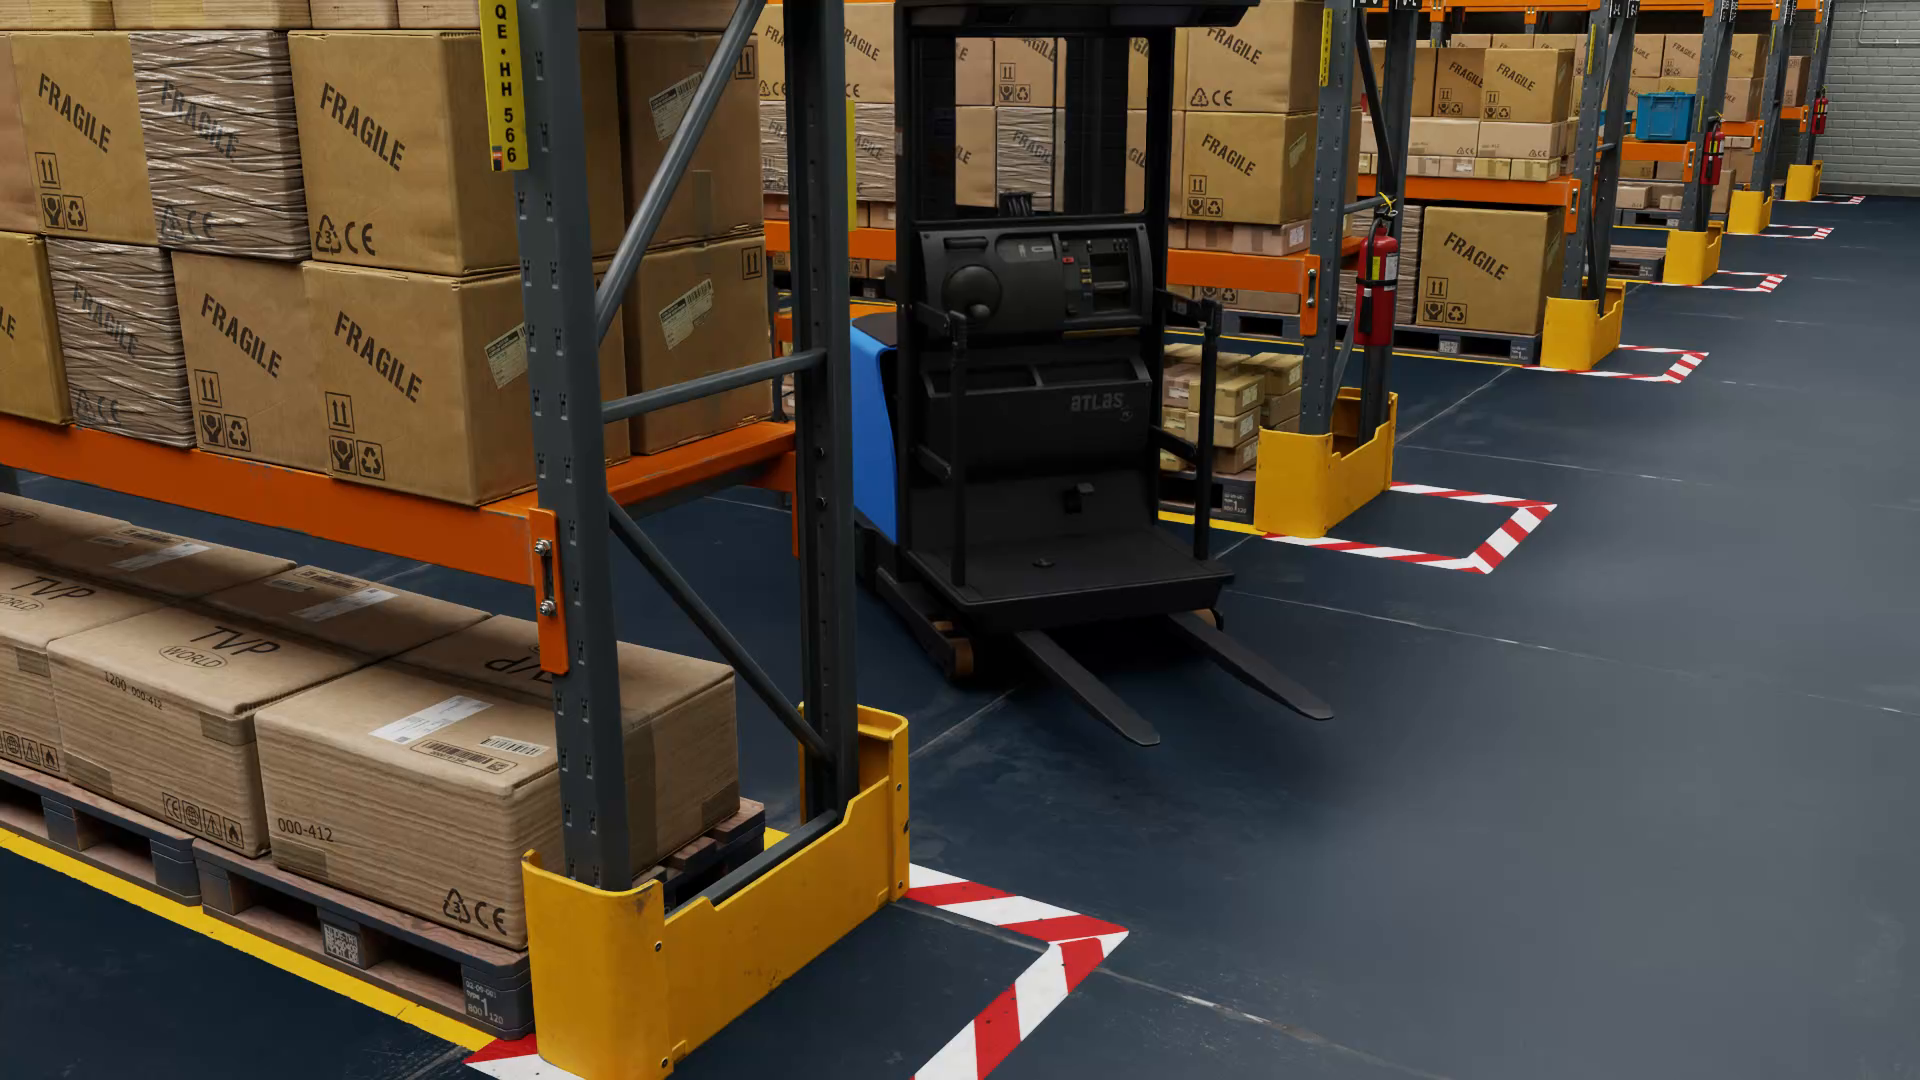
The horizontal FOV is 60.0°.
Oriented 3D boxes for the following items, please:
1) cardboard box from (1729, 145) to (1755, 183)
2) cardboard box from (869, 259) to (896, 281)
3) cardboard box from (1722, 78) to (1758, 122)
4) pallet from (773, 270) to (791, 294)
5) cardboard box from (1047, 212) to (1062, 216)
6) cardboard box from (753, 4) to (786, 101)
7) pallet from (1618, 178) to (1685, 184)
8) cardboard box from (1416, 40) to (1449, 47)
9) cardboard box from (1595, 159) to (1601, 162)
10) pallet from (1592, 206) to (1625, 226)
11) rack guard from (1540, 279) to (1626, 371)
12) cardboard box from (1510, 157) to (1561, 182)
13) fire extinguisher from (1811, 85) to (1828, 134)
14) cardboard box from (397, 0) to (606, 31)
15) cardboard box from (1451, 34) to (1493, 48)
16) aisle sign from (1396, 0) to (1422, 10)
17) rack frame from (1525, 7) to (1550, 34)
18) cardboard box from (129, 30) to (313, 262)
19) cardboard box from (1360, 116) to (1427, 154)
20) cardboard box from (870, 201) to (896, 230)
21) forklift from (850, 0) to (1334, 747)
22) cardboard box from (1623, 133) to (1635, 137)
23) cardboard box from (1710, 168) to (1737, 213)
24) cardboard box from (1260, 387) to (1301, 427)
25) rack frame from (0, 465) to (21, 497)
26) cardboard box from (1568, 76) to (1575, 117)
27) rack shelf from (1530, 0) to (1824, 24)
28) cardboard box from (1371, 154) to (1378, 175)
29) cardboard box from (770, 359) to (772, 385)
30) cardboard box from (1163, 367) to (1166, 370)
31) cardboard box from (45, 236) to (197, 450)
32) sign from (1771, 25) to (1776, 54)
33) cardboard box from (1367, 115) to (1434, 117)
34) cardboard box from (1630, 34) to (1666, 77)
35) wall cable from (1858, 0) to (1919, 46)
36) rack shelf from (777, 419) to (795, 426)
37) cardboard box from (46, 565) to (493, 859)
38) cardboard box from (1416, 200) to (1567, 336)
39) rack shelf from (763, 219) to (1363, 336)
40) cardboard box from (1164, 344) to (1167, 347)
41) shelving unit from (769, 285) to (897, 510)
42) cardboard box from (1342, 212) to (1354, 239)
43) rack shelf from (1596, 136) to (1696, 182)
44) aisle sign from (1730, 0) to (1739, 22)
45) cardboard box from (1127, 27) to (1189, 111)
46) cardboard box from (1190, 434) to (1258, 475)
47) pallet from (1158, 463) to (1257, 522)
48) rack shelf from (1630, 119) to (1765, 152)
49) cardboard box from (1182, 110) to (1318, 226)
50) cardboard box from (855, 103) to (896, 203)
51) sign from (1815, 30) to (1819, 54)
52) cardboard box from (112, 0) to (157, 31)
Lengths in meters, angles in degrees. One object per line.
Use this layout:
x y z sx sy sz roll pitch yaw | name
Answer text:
11.725 -5.572 24.643 0.500 0.500 0.700 10 20 30 | cardboard box
-0.129 -2.826 14.958 0.875 0.875 1.225 9 19 28 | cardboard box
9.261 -5.307 20.019 0.500 0.500 0.500 11 20 32 | cardboard box
-1.587 -2.549 15.911 1.213 0.211 1.003 10 20 30 | pallet
0.637 -1.614 8.465 0.250 0.149 0.380 9 19 28 | cardboard box
-0.786 -2.665 9.091 0.500 0.500 0.500 9 19 28 | cardboard box
10.616 -5.440 25.426 1.213 0.211 1.003 10 20 30 | pallet
7.568 -7.818 26.450 0.500 0.250 0.500 11 20 31 | cardboard box
9.976 -5.883 25.665 0.500 0.500 0.700 10 20 30 | cardboard box
8.005 -4.242 21.485 1.213 0.211 1.003 10 20 30 | pallet
4.618 -1.606 12.307 0.348 0.500 1.175 10 20 30 | rack guard
4.121 -2.658 11.902 0.250 0.149 0.380 11 20 31 | cardboard box
12.261 -6.133 23.686 0.183 0.674 0.296 10 20 30 | fire extinguisher
-1.000 -1.193 3.638 0.250 0.149 0.380 10 20 31 | cardboard box
6.631 -6.252 21.409 0.500 0.500 0.500 11 20 31 | cardboard box
2.135 -2.899 7.793 0.004 0.787 0.394 10 20 30 | aisle sign
8.966 -7.094 26.075 0.127 3.000 1.000 10 20 30 | rack frame
-1.585 -0.964 4.001 0.500 0.500 0.500 10 20 30 | cardboard box
3.180 -3.039 12.470 0.500 0.250 0.500 9 19 28 | cardboard box
-0.275 -1.768 8.974 0.250 0.149 0.380 11 20 32 | cardboard box
0.371 -1.012 6.169 1.130 2.935 3.031 -6 18 -18 | forklift
10.190 -6.094 25.243 0.250 0.149 0.380 9 19 28 | cardboard box
9.193 -4.295 20.402 0.500 0.500 0.500 10 20 30 | cardboard box
1.603 -0.715 8.744 0.250 0.149 0.380 11 20 32 | cardboard box
-3.998 -0.960 5.879 0.127 3.000 1.000 10 20 30 | rack frame
7.531 -5.616 21.036 0.500 0.500 0.500 10 20 30 | cardboard box
10.670 -7.881 24.742 4.000 0.370 1.077 10 20 30 | rack shelf
3.250 -2.813 12.413 0.250 0.149 0.380 10 19 29 | cardboard box
-1.089 -1.029 9.780 0.250 0.149 0.380 10 20 30 | cardboard box
0.860 -0.792 8.487 0.250 0.149 0.380 10 19 29 | cardboard box
-2.002 -0.563 4.400 0.500 0.500 0.500 11 20 32 | cardboard box
9.477 -5.829 19.375 0.005 0.325 0.100 10 20 30 | sign
3.457 -3.171 12.905 0.500 0.250 0.500 9 19 28 | cardboard box
8.386 -5.939 20.378 0.500 0.500 0.500 11 20 32 | cardboard box
13.960 -7.011 24.054 1.851 1.984 0.084 10 20 30 | wall cable
-0.352 -0.482 8.374 1.000 0.278 0.538 5 18 17 | rack shelf
-1.988 0.461 4.888 0.875 0.438 0.875 11 20 32 | cardboard box
4.010 -2.067 12.459 0.875 0.875 0.875 10 20 30 | cardboard box
0.211 -1.552 9.069 4.000 0.370 1.077 10 20 30 | rack shelf
0.947 -0.977 9.096 0.250 0.149 0.380 9 19 27 | cardboard box
-0.352 -0.716 8.303 1.048 1.125 0.538 5 18 17 | shelving unit
1.811 -1.603 8.429 0.250 0.149 0.380 10 20 30 | cardboard box
5.485 -3.992 17.100 4.000 0.370 1.077 10 20 30 | rack shelf
7.406 -5.339 15.823 0.004 0.787 0.394 10 20 30 | aisle sign
0.963 -2.346 8.040 0.500 0.500 0.500 9 19 28 | cardboard box
1.358 -0.458 8.410 0.250 0.149 0.380 11 20 31 | cardboard box
1.177 -0.402 8.842 1.213 0.211 1.003 10 20 30 | pallet
8.081 -5.218 21.137 4.000 0.370 1.077 10 20 30 | rack shelf
1.398 -1.787 7.920 0.500 0.500 0.500 11 20 31 | cardboard box
-0.367 -2.094 8.931 0.500 0.500 0.500 10 19 29 | cardboard box
12.078 -7.021 23.434 0.005 0.325 0.100 10 20 30 | sign
-1.871 -1.350 4.155 0.250 0.149 0.380 10 20 30 | cardboard box
